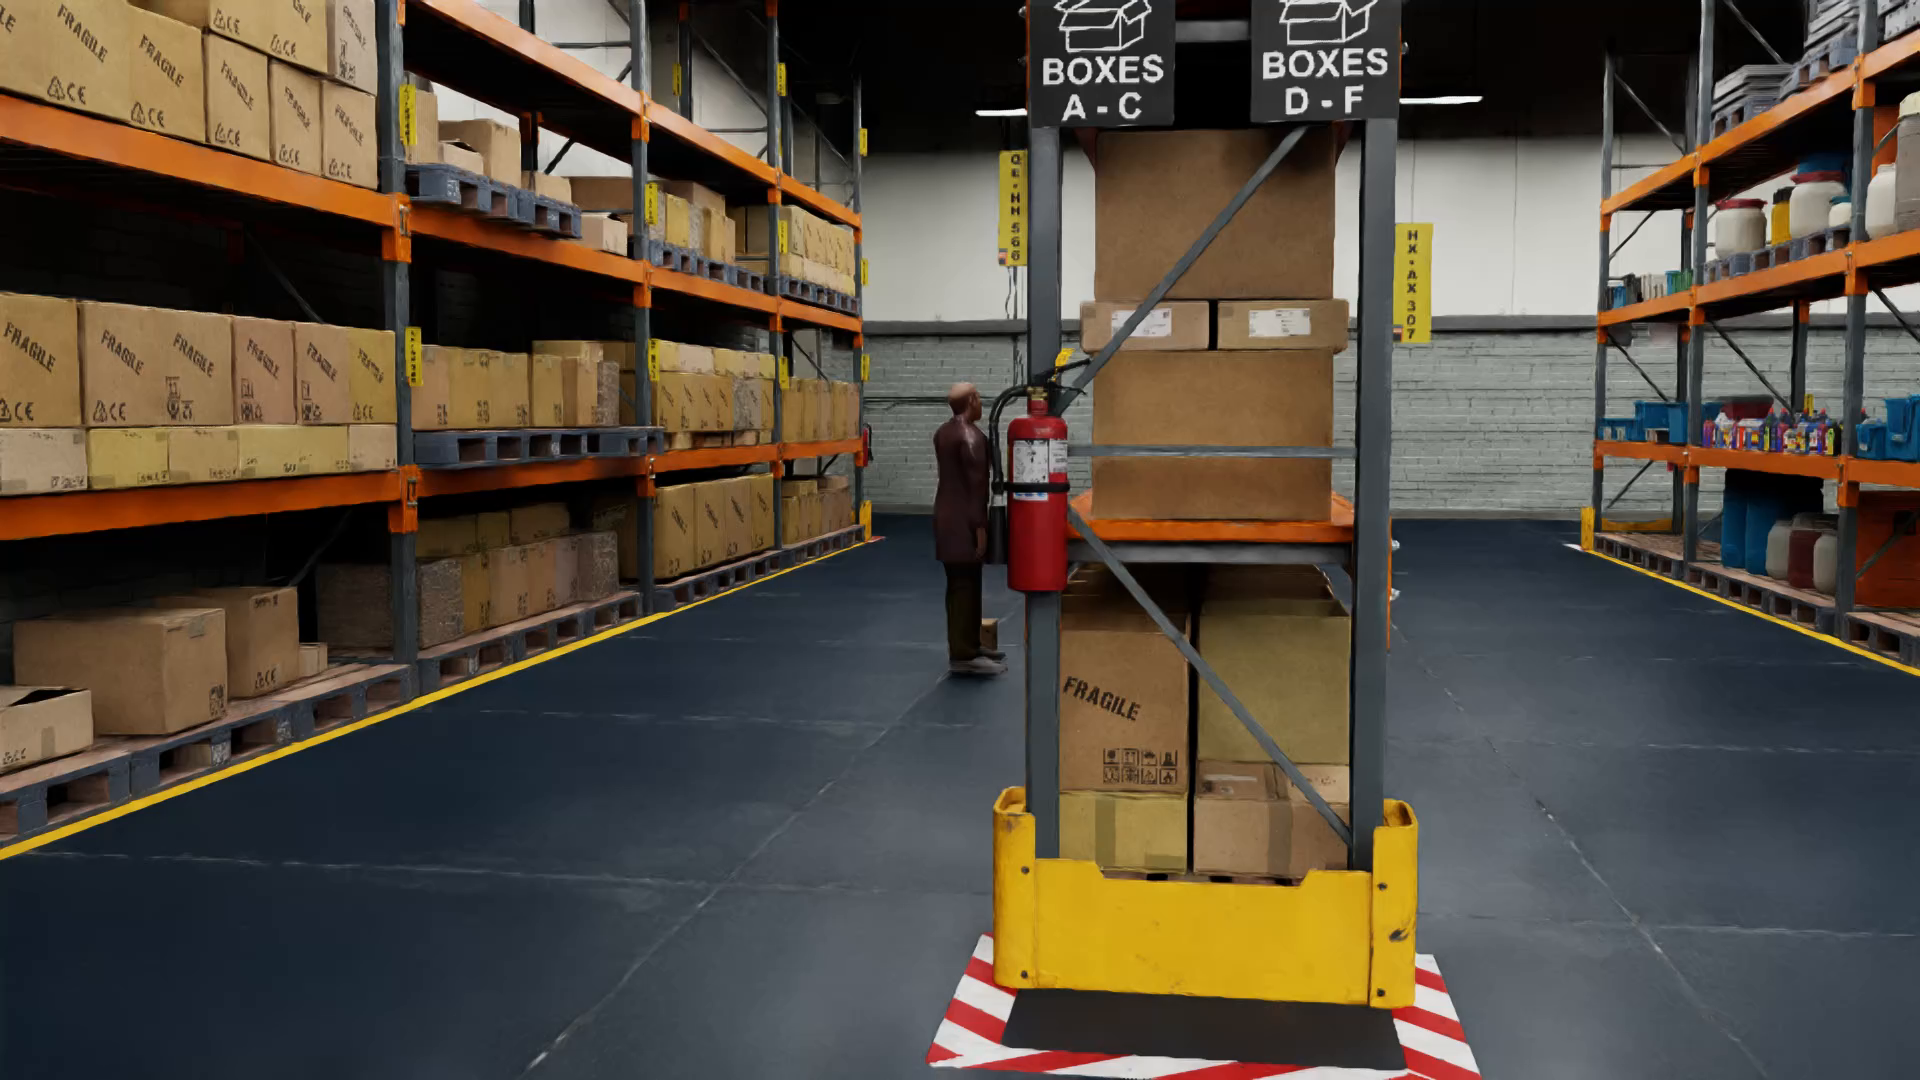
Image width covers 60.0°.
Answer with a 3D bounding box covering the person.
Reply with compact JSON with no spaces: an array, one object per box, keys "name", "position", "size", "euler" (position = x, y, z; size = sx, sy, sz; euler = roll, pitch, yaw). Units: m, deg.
[{"name":"person","position":[0.103,-0.083,10.285],"size":[0.494,1.789,0.637],"euler":[-2,5,-24]}]
